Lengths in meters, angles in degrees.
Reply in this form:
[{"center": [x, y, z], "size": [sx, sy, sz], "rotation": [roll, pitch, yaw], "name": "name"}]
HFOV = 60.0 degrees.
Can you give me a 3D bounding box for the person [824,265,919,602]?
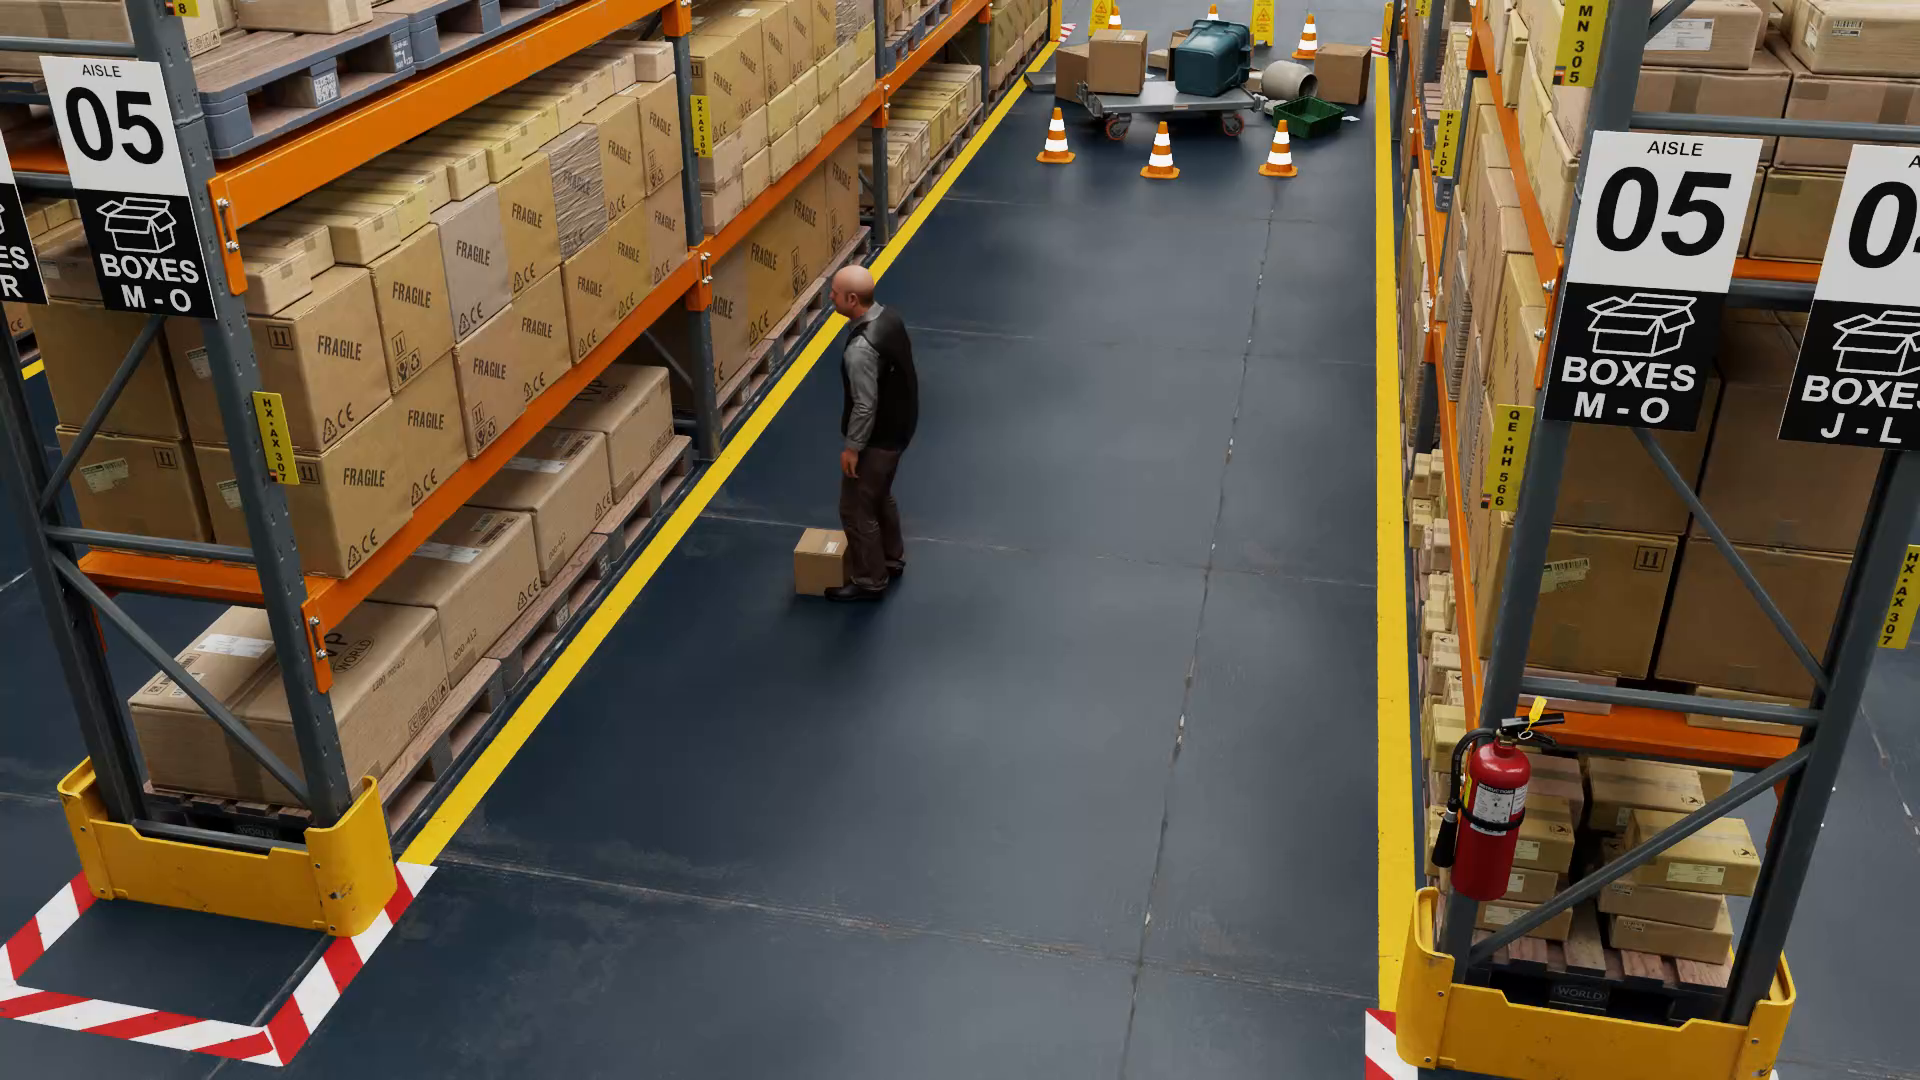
[{"center": [-0.432, -0.509, 8.083], "size": [0.463, 1.721, 0.581], "rotation": [6, 29, 11], "name": "person"}]
